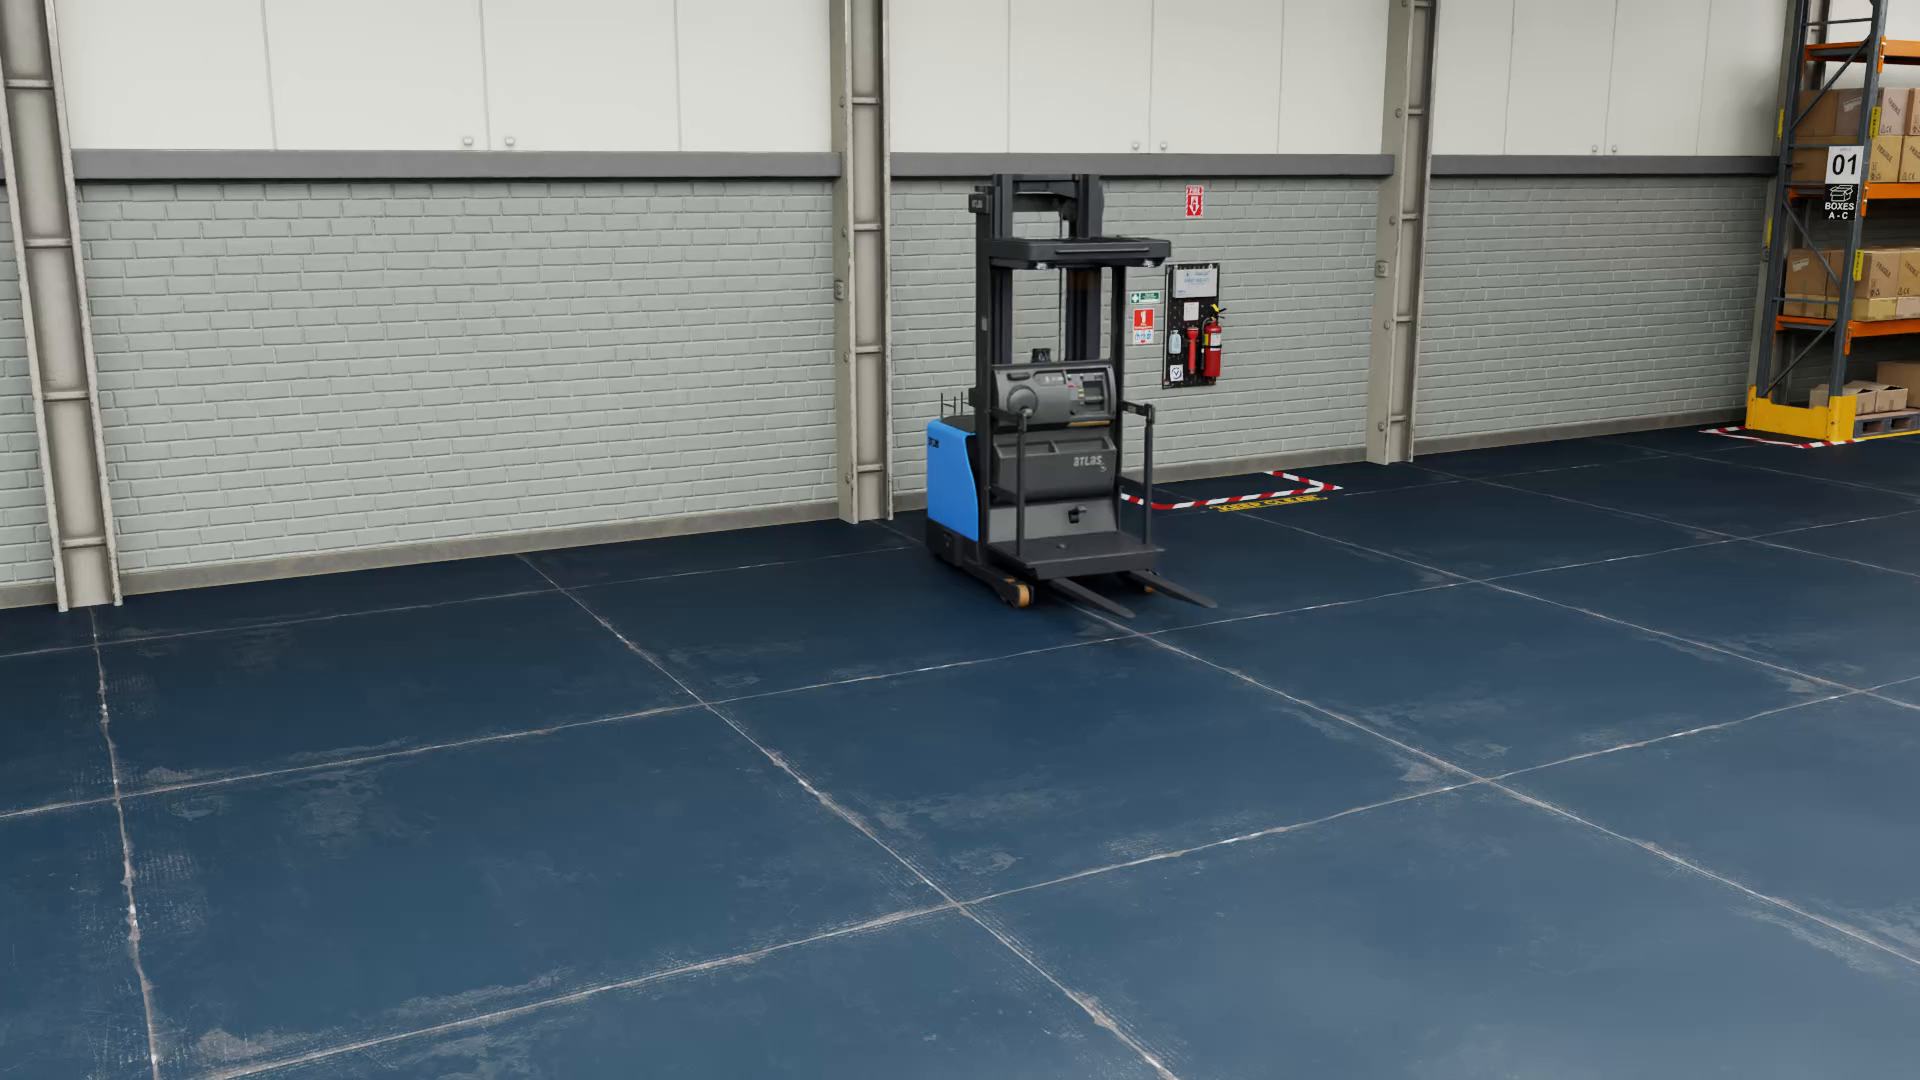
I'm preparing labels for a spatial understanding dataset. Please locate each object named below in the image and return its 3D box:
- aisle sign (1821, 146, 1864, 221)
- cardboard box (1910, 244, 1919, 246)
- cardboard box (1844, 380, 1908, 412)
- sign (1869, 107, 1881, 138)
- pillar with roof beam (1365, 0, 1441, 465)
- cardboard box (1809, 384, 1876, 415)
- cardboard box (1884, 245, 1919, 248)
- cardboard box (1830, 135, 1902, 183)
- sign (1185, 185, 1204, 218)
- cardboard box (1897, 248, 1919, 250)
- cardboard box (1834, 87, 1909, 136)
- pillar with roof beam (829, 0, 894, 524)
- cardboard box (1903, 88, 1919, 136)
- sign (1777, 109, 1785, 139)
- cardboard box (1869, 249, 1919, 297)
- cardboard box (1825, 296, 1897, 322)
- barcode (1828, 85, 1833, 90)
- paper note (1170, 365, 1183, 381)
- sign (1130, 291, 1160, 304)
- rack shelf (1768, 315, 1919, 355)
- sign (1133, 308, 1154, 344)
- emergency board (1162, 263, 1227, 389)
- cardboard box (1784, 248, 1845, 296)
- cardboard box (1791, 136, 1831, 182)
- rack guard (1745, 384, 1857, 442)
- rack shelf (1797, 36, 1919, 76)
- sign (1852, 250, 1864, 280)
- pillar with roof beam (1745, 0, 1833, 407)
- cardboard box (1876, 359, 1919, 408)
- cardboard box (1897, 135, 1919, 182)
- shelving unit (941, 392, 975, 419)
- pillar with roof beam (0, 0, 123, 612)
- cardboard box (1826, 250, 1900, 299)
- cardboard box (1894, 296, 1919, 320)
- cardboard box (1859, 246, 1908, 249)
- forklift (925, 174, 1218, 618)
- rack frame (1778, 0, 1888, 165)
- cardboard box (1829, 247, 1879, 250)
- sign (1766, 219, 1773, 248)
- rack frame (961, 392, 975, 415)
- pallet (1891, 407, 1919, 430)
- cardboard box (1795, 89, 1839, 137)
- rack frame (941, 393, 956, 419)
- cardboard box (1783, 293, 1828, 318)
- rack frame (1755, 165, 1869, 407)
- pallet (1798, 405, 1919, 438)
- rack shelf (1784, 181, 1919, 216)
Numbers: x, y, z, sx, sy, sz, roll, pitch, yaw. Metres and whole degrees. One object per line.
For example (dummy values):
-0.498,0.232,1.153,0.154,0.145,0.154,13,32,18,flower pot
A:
9.593,-3.877,18.082,0.004,0.787,0.394,-7,14,-28,aisle sign
11.615,-3.283,19.952,0.500,0.500,0.500,-6,14,-26,cardboard box
10.663,-1.692,19.418,0.500,0.311,0.500,-6,14,-23,cardboard box
9.772,-4.459,17.768,0.005,0.325,0.100,-7,14,-28,sign
6.508,-4.380,12.576,0.400,9.000,9.100,-7,14,-28,pillar with roof beam
10.163,-1.632,19.151,0.500,0.311,0.500,-9,15,-34,cardboard box
11.164,-3.226,19.700,0.500,0.500,0.500,-7,14,-27,cardboard box
9.925,-4.183,18.258,0.500,0.500,0.500,-6,14,-26,cardboard box
2.204,-3.180,15.626,0.199,0.298,0.001,-7,14,-28,sign
10.970,-3.072,19.014,0.500,0.500,0.500,-7,15,-30,cardboard box
9.967,-4.677,18.178,0.500,0.500,0.500,-8,15,-32,cardboard box
1.242,-3.749,9.771,0.400,9.000,9.100,-7,14,-28,pillar with roof beam
10.431,-4.720,18.369,0.500,0.500,0.500,-7,14,-29,cardboard box
9.264,-4.678,18.716,0.005,0.325,0.100,-7,14,-28,sign
10.514,-3.019,18.778,0.500,0.500,0.500,-7,14,-28,cardboard box
10.093,-2.600,18.628,0.500,0.250,0.500,-7,15,-29,cardboard box
9.896,-5.137,18.902,0.075,0.075,0.001,-7,14,-28,barcode
2.070,-1.595,15.872,0.142,0.148,0.016,-7,14,-28,paper note
1.732,-2.267,15.561,0.331,0.109,0.001,-7,14,-28,sign
11.268,-2.533,19.672,4.000,0.370,1.077,-7,14,-28,rack shelf
1.724,-2.009,15.624,0.234,0.329,0.001,-7,14,-28,sign
2.258,-2.030,15.799,0.643,1.169,0.194,-7,14,-28,emergency board
9.824,-3.067,18.992,0.500,0.500,0.500,-7,14,-28,cardboard box
9.757,-4.288,18.727,0.500,0.500,0.500,-6,14,-24,cardboard box
9.579,-1.462,18.968,0.348,0.500,1.175,-7,14,-28,rack guard
11.268,-5.458,19.013,4.000,0.370,1.077,-7,14,-28,rack shelf
9.772,-2.992,18.098,0.005,0.325,0.100,-7,14,-28,sign
11.775,-5.011,15.381,0.400,9.000,9.100,-7,14,-28,pillar with roof beam
11.331,-1.852,19.697,0.500,0.500,0.700,-8,15,-31,cardboard box
10.414,-4.232,18.478,0.500,0.500,0.500,-6,14,-24,cardboard box
-0.013,-0.584,13.471,0.189,1.200,0.258,-7,14,-28,shelving unit
-4.024,-3.118,6.967,0.400,9.000,9.100,-7,14,-28,pillar with roof beam
10.075,-2.968,18.556,0.500,0.500,0.500,-7,14,-28,cardboard box
10.542,-2.658,18.883,0.500,0.250,0.500,-7,15,-30,cardboard box
10.722,-3.173,19.464,0.500,0.500,0.500,-7,15,-29,cardboard box
0.768,-1.063,11.659,1.130,2.935,3.031,-5,14,-22,forklift
9.512,-5.601,17.999,0.127,3.000,1.000,-7,14,-28,rack frame
10.271,-3.118,19.219,0.500,0.500,0.500,-7,14,-27,cardboard box
9.264,-3.502,18.981,0.005,0.325,0.100,-7,14,-28,sign
0.068,-0.593,13.513,0.006,1.200,0.240,-7,14,-28,rack frame
11.378,-1.527,19.915,1.213,0.211,1.003,-7,14,-28,pallet
9.765,-4.779,18.631,0.500,0.500,0.500,-6,14,-25,cardboard box
-0.093,-0.574,13.428,0.006,1.200,0.240,-7,14,-28,rack frame
9.830,-2.697,19.057,0.500,0.250,0.500,-7,14,-27,cardboard box
9.512,-2.674,18.658,0.127,3.000,1.000,-7,14,-28,rack frame
10.309,-1.400,19.349,1.213,0.211,1.003,-7,14,-28,pallet
11.268,-3.997,19.342,4.000,0.370,1.077,-7,14,-28,rack shelf
